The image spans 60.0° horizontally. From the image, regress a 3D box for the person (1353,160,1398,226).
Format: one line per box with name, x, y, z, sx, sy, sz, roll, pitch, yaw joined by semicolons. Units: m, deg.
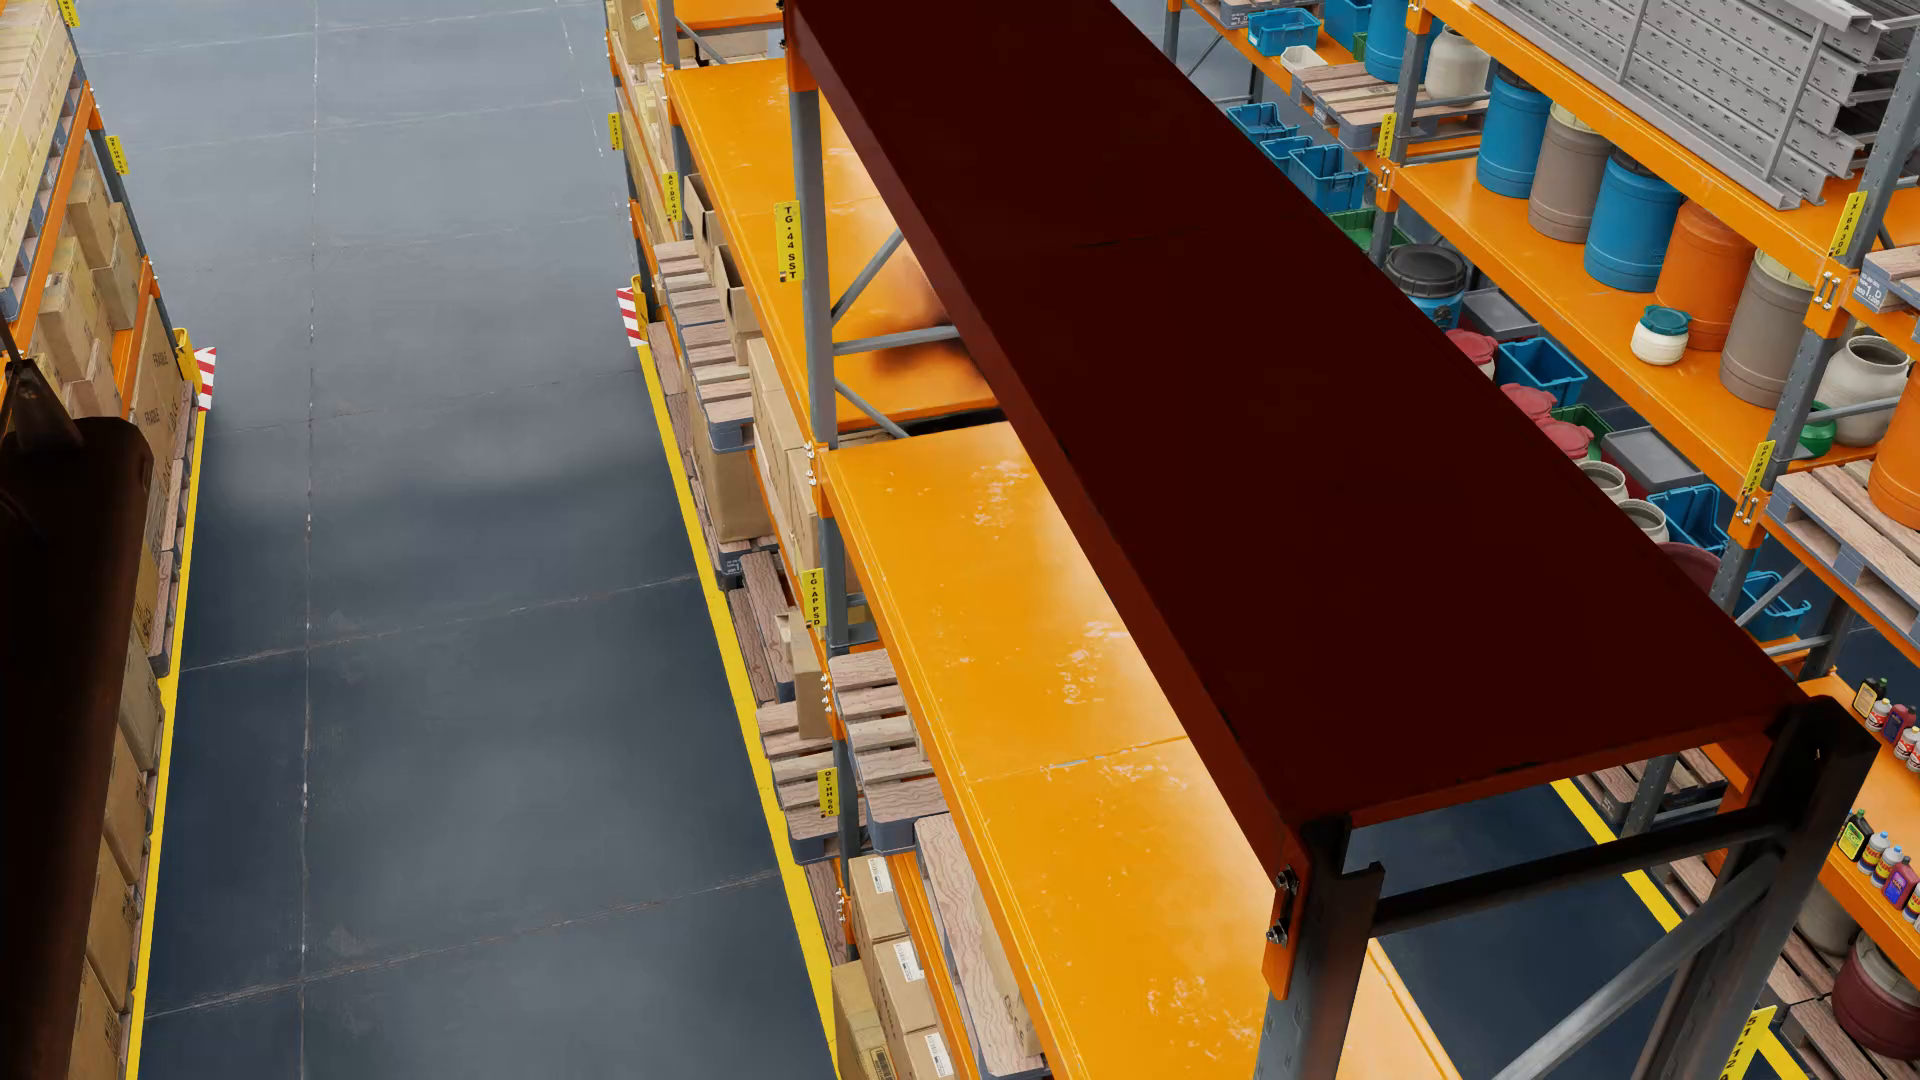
person;4.021;-3.593;15.965;0.730;1.816;0.725;-17;42;-21
